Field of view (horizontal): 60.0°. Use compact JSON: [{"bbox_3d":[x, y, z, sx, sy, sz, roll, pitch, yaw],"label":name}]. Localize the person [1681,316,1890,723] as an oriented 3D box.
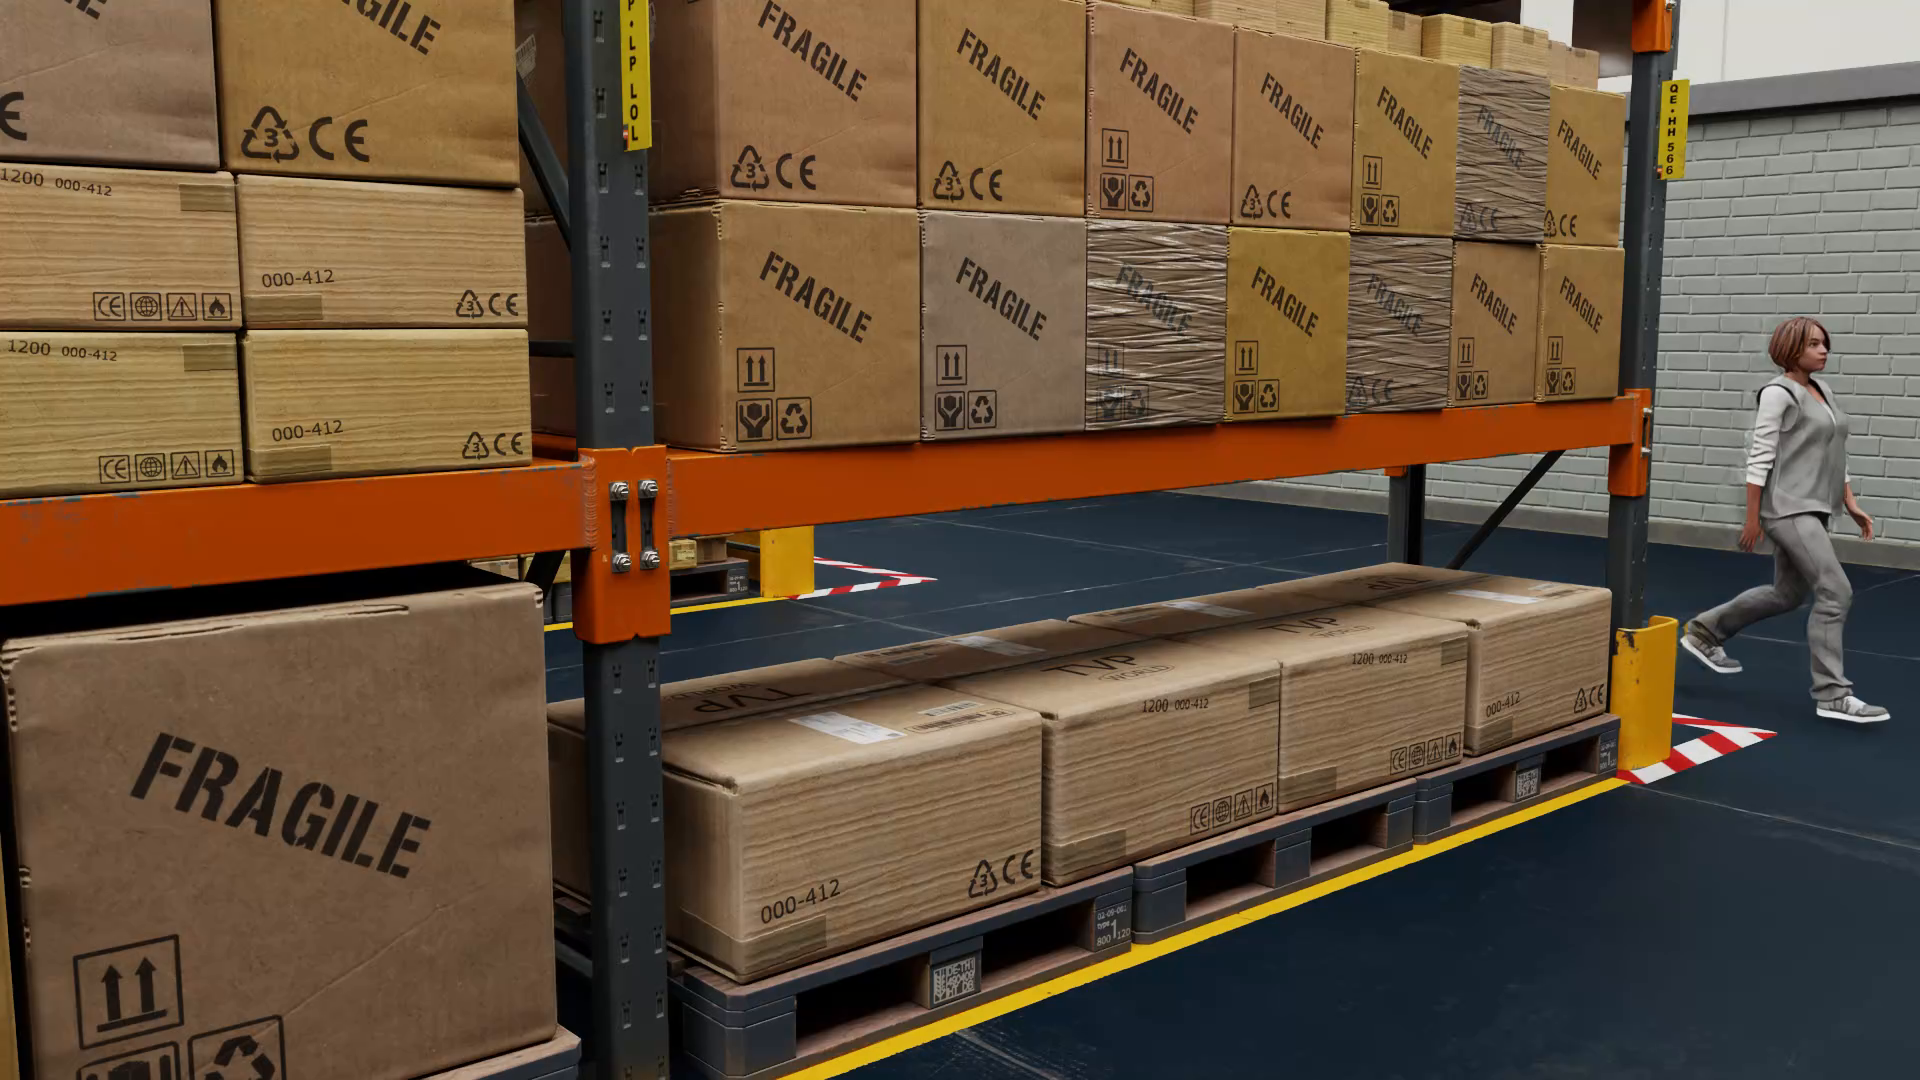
[{"bbox_3d":[3.309,-0.111,6.613,0.418,1.545,0.907,-6,10,-39],"label":"person"}]
